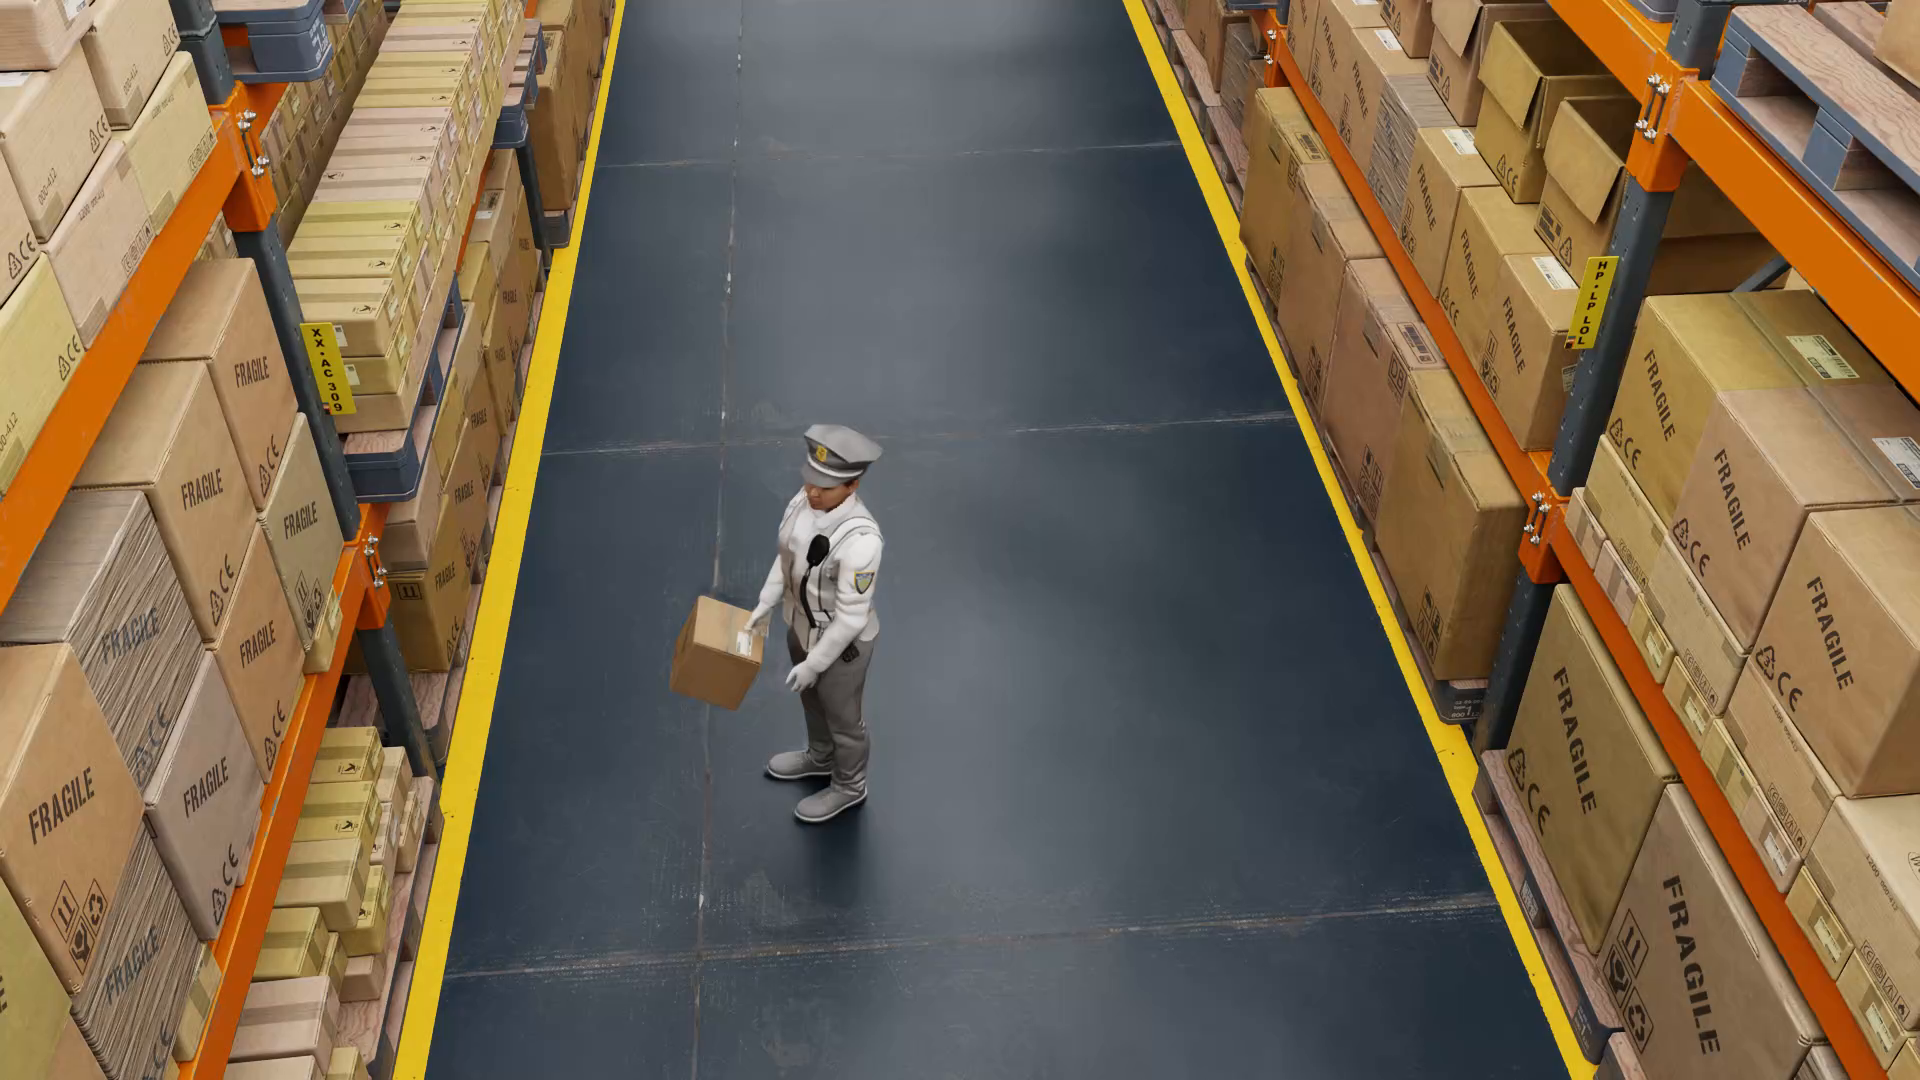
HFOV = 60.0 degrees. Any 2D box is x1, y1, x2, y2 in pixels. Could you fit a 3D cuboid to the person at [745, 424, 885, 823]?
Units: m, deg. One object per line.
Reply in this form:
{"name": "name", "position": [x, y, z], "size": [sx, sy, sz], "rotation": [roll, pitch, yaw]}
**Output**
{"name": "person", "position": [-0.476, 0.315, 5.736], "size": [0.457, 1.696, 0.542], "rotation": [-18, 43, -21]}
